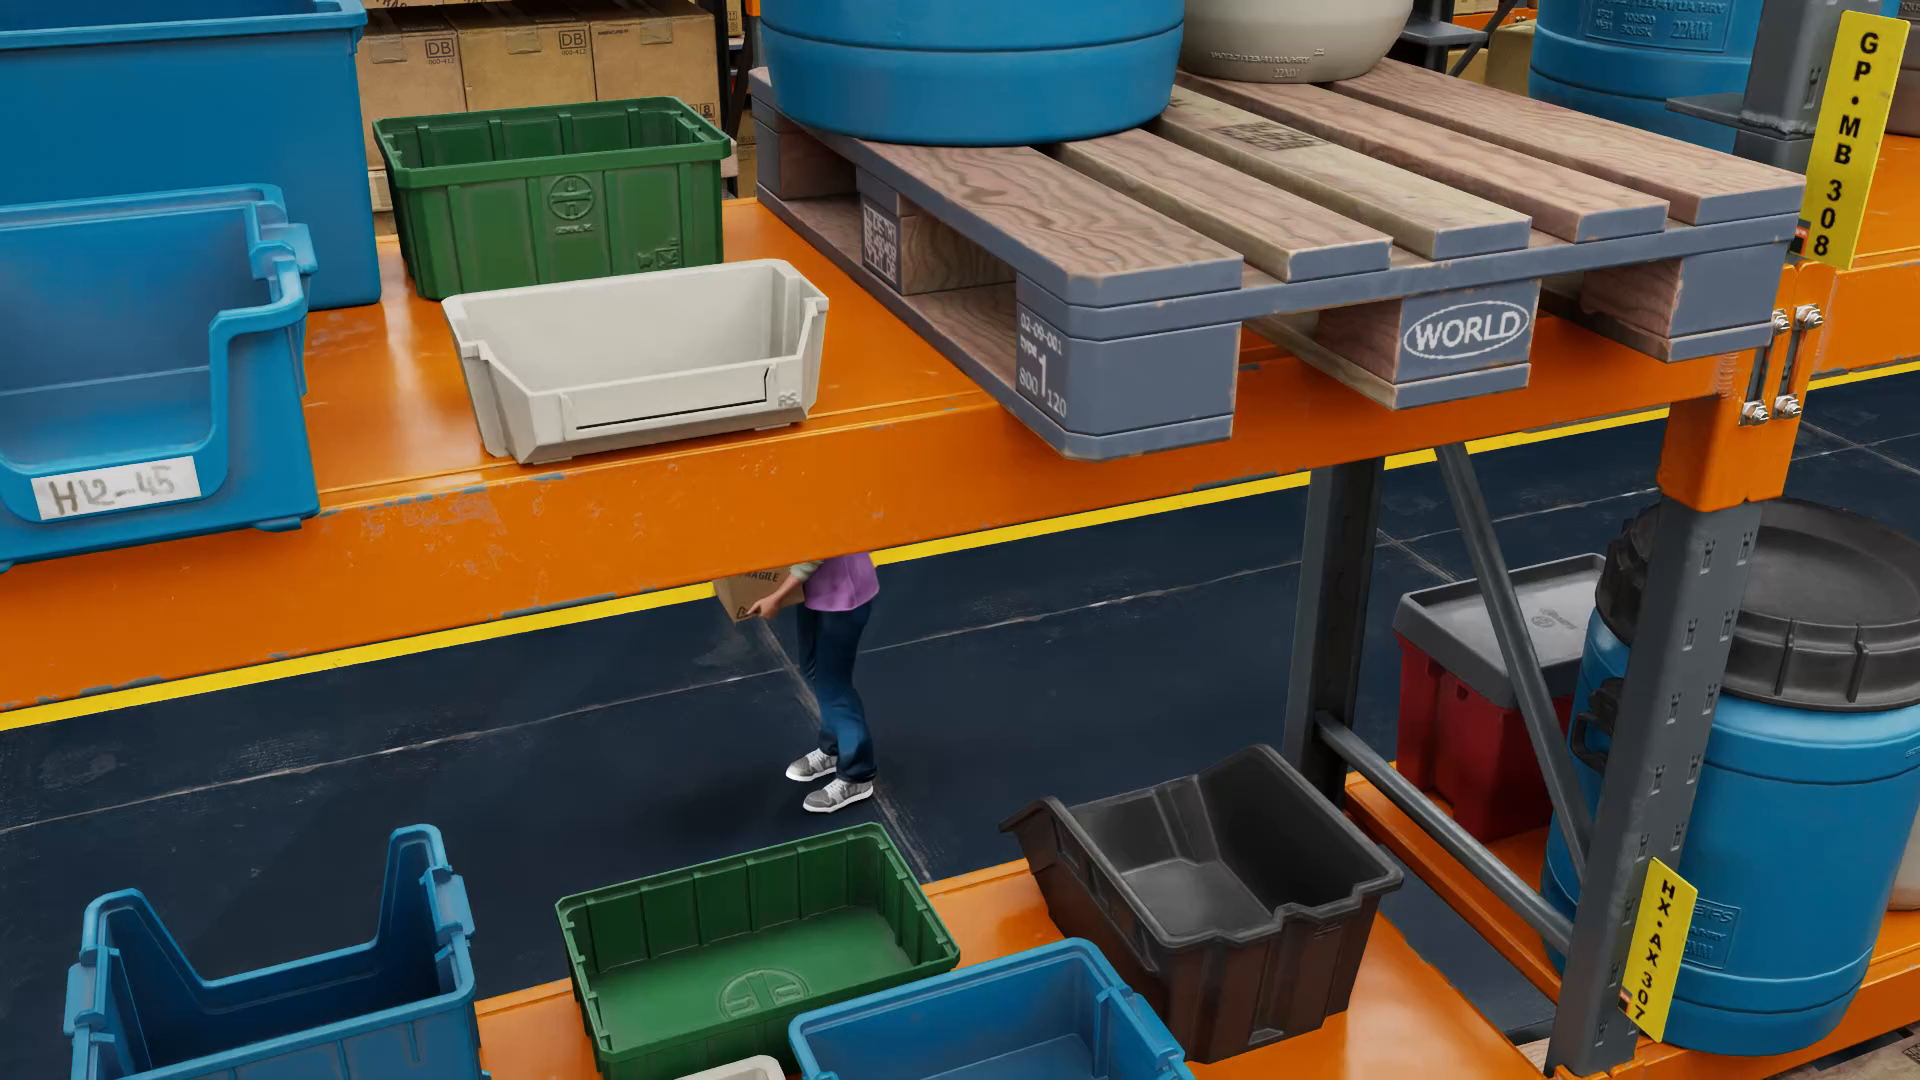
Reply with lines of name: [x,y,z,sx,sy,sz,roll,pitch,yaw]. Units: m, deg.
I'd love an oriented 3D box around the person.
person: [-0.527,0.210,5.722,0.491,1.583,0.402,-10,28,-20]
